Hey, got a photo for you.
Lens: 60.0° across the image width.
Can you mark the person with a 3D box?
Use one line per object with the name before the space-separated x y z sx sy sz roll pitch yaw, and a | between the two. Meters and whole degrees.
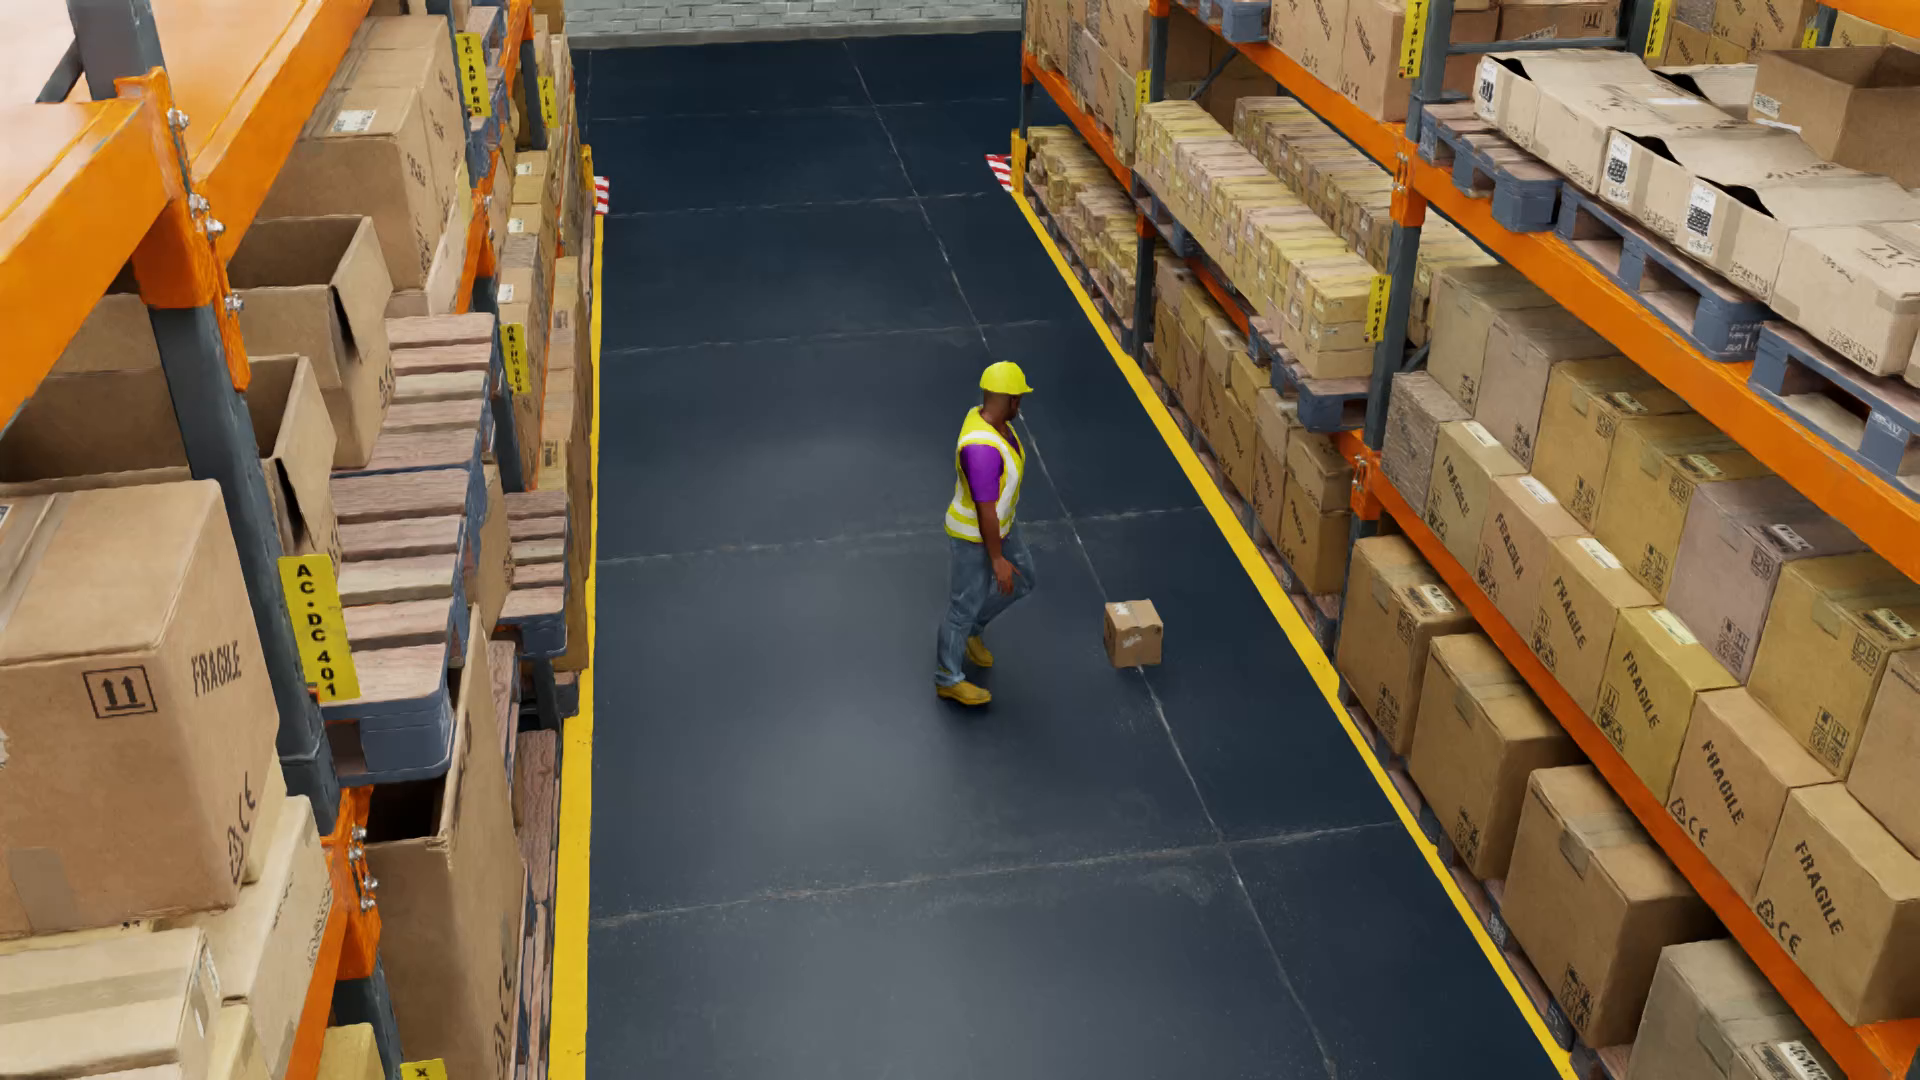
person | 0.132 -0.039 8.180 0.484 1.748 0.671 9 32 14
